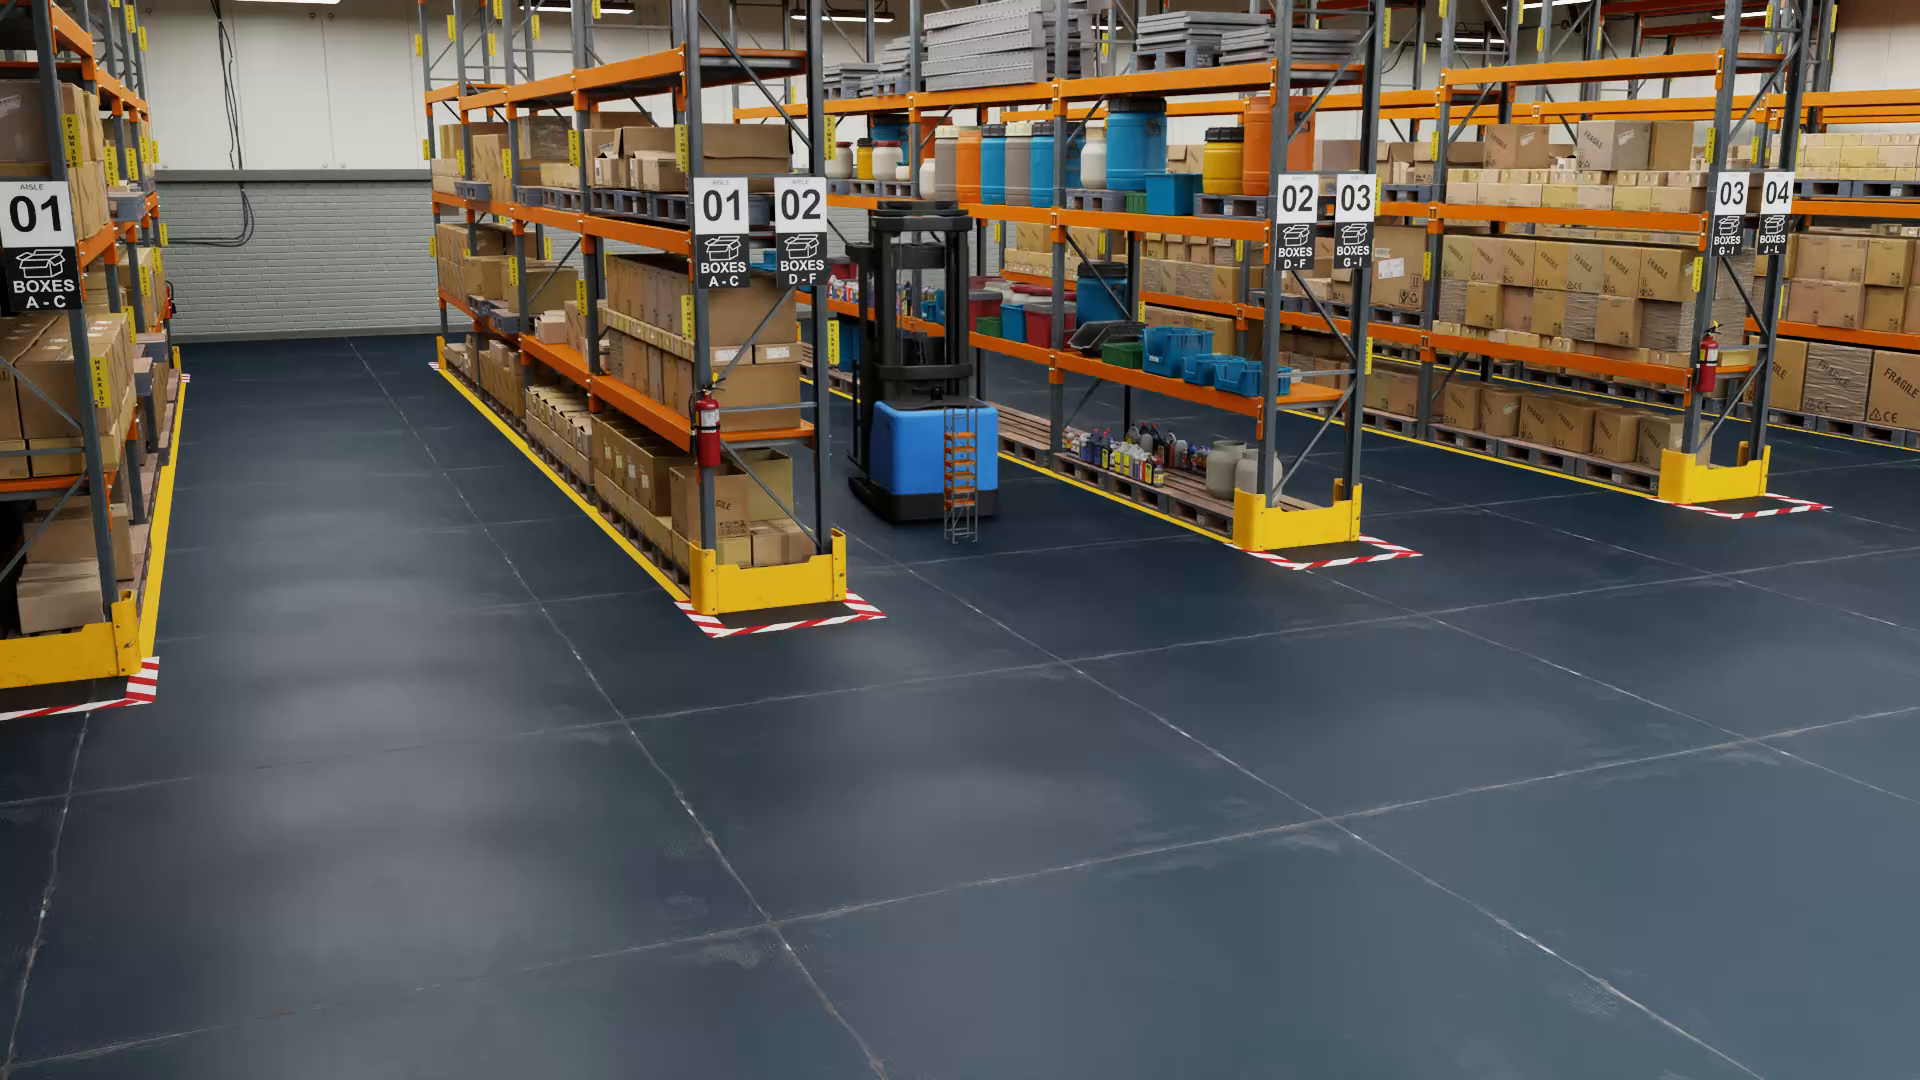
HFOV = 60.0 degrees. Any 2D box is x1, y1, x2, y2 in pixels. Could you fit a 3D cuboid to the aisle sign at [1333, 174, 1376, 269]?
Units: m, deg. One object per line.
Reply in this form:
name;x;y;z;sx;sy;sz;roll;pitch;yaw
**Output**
aisle sign;3.362;-2.712;14.172;0.394;0.787;0.004;-6;14;-23

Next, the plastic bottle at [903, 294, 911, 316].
plastic bottle;-0.692;-3.075;21.764;0.061;0.283;0.133;-6;14;-23

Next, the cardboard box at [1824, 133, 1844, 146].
cardboard box;10.727;-4.853;20.168;0.380;0.149;0.250;-6;14;-24

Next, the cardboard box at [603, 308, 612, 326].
cardboard box;-3.147;-2.106;15.656;0.380;0.149;0.250;-6;14;-23

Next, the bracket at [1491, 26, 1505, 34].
bracket;13.126;-12.390;40.462;0.235;0.232;0.430;-6;14;-23

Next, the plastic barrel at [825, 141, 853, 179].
plastic barrel;-1.761;-5.514;24.158;0.433;0.535;0.433;0;13;0

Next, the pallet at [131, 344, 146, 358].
pallet;-8.386;-1.694;15.960;1.003;0.211;1.213;-6;14;-23

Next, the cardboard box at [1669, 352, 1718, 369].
cardboard box;7.300;-1.800;16.550;0.380;0.149;0.250;-6;14;-23

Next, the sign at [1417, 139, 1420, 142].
sign;7.889;-6.744;28.684;0.100;0.325;0.005;-6;14;-23

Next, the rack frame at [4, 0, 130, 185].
rack frame;-9.217;-5.115;17.013;1.000;3.000;0.127;-6;14;-23

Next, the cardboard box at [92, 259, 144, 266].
cardboard box;-9.378;-2.989;18.544;0.500;0.250;0.500;-6;14;-24

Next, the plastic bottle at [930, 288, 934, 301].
plastic bottle;-0.369;-3.340;22.935;0.097;0.271;0.097;0;13;0

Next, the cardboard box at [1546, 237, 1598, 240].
cardboard box;6.834;-3.114;18.574;0.500;0.500;0.500;-6;14;-23

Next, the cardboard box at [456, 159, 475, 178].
cardboard box;-6.725;-5.175;23.147;0.500;0.250;0.500;-6;14;-23

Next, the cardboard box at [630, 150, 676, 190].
cardboard box;-2.400;-3.007;13.515;0.500;0.311;0.500;-4;14;-16

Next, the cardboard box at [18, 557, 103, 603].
cardboard box;-6.435;0.287;11.964;0.500;0.311;0.500;-4;14;-18

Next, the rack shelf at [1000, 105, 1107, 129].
rack shelf;1.995;-7.152;28.295;1.077;0.370;4.000;-6;14;-23

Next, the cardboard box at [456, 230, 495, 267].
cardboard box;-6.929;-4.189;23.880;0.500;0.500;0.500;-6;14;-24

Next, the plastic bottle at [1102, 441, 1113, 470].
plastic bottle;1.510;-0.871;17.027;0.061;0.283;0.133;-5;14;-20

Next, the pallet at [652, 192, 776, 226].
pallet;-1.734;-2.554;12.798;1.003;0.211;1.213;-6;14;-23

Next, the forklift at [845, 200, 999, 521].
forklift;-0.512;-1.892;16.546;1.130;2.935;3.031;-4;13;-15

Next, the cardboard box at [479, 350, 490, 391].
cardboard box;-6.311;-2.341;22.902;0.500;0.500;0.500;-6;14;-26

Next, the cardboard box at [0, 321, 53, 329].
cardboard box;-7.414;-1.445;13.085;0.500;0.500;0.500;-6;14;-23

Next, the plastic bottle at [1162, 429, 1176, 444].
plastic bottle;2.191;-0.971;17.313;0.144;0.351;0.185;-6;14;-23

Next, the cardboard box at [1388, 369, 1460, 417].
cardboard box;5.775;-1.833;20.707;0.700;0.500;0.500;-7;15;-27

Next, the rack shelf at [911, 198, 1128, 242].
rack shelf;0.662;-3.785;19.514;1.077;0.370;4.000;-6;14;-23

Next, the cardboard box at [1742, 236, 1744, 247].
cardboard box;10.382;-3.773;22.081;0.700;0.500;0.500;-6;14;-24

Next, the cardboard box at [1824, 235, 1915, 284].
cardboard box;11.120;-3.428;20.301;0.875;0.550;0.550;-6;14;-23

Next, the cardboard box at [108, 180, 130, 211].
cardboard box;-8.681;-3.496;16.822;0.500;0.311;0.500;-6;14;-23

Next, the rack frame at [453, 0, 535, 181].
rack frame;-6.282;-6.390;22.521;1.000;3.000;0.127;-6;14;-23

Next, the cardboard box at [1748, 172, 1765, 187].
cardboard box;7.705;-3.542;16.317;0.380;0.149;0.250;-6;14;-23

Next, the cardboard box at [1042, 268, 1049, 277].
cardboard box;1.651;-4.644;28.840;0.380;0.149;0.250;-6;14;-24

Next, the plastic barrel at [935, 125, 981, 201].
plastic barrel;-0.009;-4.603;20.344;0.600;0.901;0.600;0;13;0

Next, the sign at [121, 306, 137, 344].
sign;-7.120;-1.838;14.240;0.100;0.325;0.005;-6;14;-23

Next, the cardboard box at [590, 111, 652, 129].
cardboard box;-3.288;-3.903;16.168;0.500;0.500;0.500;-5;14;-22

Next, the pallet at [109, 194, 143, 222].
pallet;-7.764;-2.873;14.395;1.213;0.211;1.003;-6;14;-23

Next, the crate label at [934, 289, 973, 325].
crate label;0.011;-2.875;20.560;0.502;0.435;0.616;-6;14;-23

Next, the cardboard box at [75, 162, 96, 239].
cardboard box;-6.100;-2.265;11.086;0.500;0.500;0.500;-5;14;-19

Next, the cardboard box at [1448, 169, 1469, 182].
cardboard box;5.849;-4.196;19.142;0.380;0.149;0.250;-6;14;-25

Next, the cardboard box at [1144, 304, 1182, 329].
cardboard box;3.430;-3.215;25.891;1.225;0.875;0.875;-6;14;-25

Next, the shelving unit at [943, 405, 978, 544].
shelving unit;0.006;-0.582;14.722;0.258;1.200;0.189;-6;14;-23

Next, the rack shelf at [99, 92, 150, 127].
rack shelf;-11.620;-5.809;22.496;1.077;0.370;4.000;-6;14;-23

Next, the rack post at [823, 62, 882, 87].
rack post;-1.433;-6.623;23.695;0.937;0.300;0.954;-6;14;-24

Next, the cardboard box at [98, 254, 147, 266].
cardboard box;-9.793;-3.197;19.442;0.500;0.250;0.500;-6;14;-24

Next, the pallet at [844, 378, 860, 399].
pallet;-0.978;-2.139;23.645;1.003;0.211;1.213;-6;14;-23

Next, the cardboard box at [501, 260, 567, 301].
cardboard box;-5.517;-3.361;21.585;0.700;0.500;0.500;-10;16;-37

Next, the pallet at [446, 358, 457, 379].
pallet;-7.533;-2.754;26.303;1.003;0.211;1.213;-6;14;-23

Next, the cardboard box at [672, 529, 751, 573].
cardboard box;-1.960;0.063;13.111;0.500;0.250;0.500;-6;14;-23

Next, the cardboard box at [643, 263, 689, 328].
cardboard box;-2.290;-2.093;14.161;0.700;0.500;0.500;-6;14;-23

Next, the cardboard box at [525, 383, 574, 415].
cardboard box;-4.739;-1.644;19.244;0.500;0.311;0.500;-5;14;-21

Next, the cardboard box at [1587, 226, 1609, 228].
cardboard box;11.790;-5.675;30.298;0.500;0.500;0.500;-5;14;-22

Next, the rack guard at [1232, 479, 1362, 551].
rack guard;2.992;-0.228;14.746;1.175;0.500;0.348;-6;14;-23

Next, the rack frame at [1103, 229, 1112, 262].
rack frame;2.797;-4.361;27.060;1.000;3.000;0.127;-6;14;-23

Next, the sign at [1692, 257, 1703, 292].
sign;7.087;-2.554;15.983;0.100;0.325;0.005;-6;14;-23
